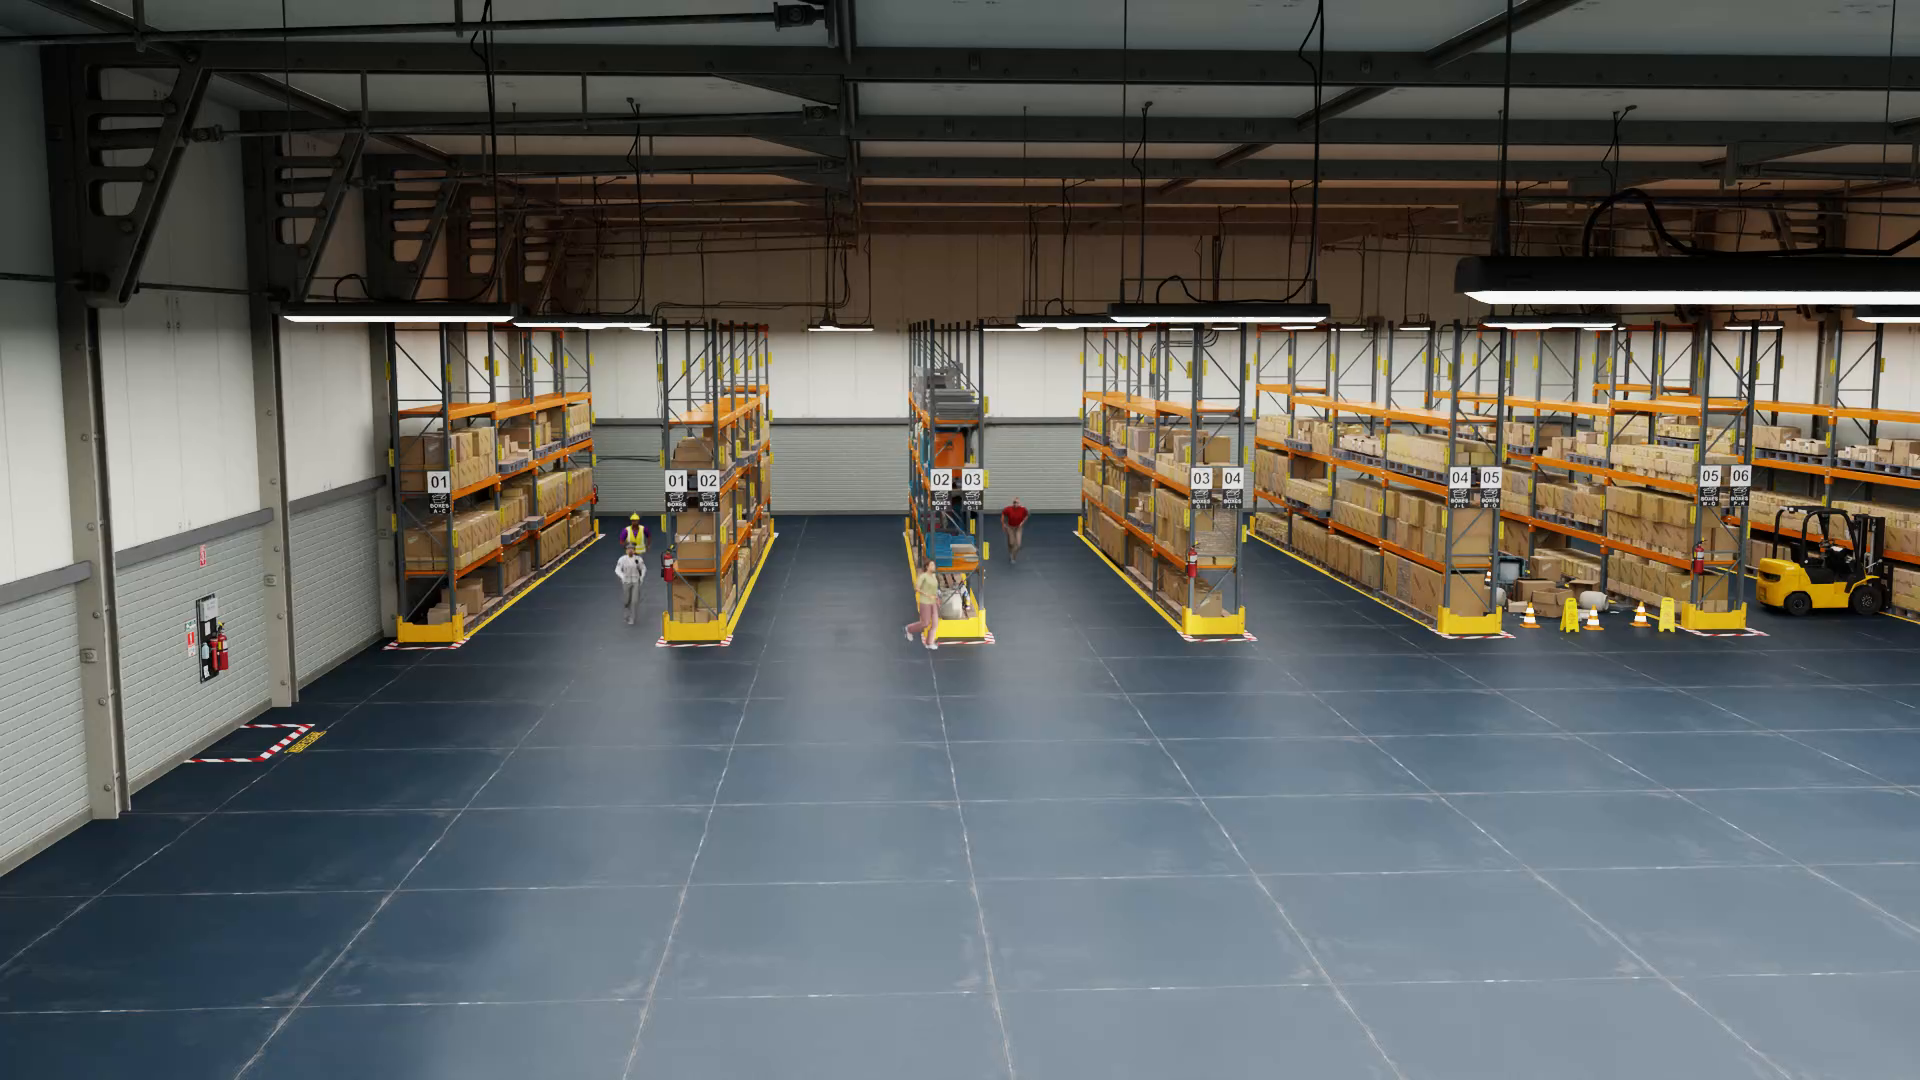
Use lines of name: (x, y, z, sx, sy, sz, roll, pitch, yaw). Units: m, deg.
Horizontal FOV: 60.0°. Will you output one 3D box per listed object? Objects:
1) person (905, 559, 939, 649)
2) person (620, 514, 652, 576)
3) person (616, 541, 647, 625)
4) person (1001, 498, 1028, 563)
person: (-0.614, 1.154, 30.476, 0.762, 1.635, 0.615, 5, 9, 36)
person: (-7.236, 0.296, 37.140, 0.708, 1.765, 0.824, -1, 7, -10)
person: (-6.509, 0.841, 32.946, 0.609, 1.649, 0.611, -1, 7, -11)
person: (1.374, -0.249, 41.919, 0.656, 1.662, 0.764, -1, 7, -12)
